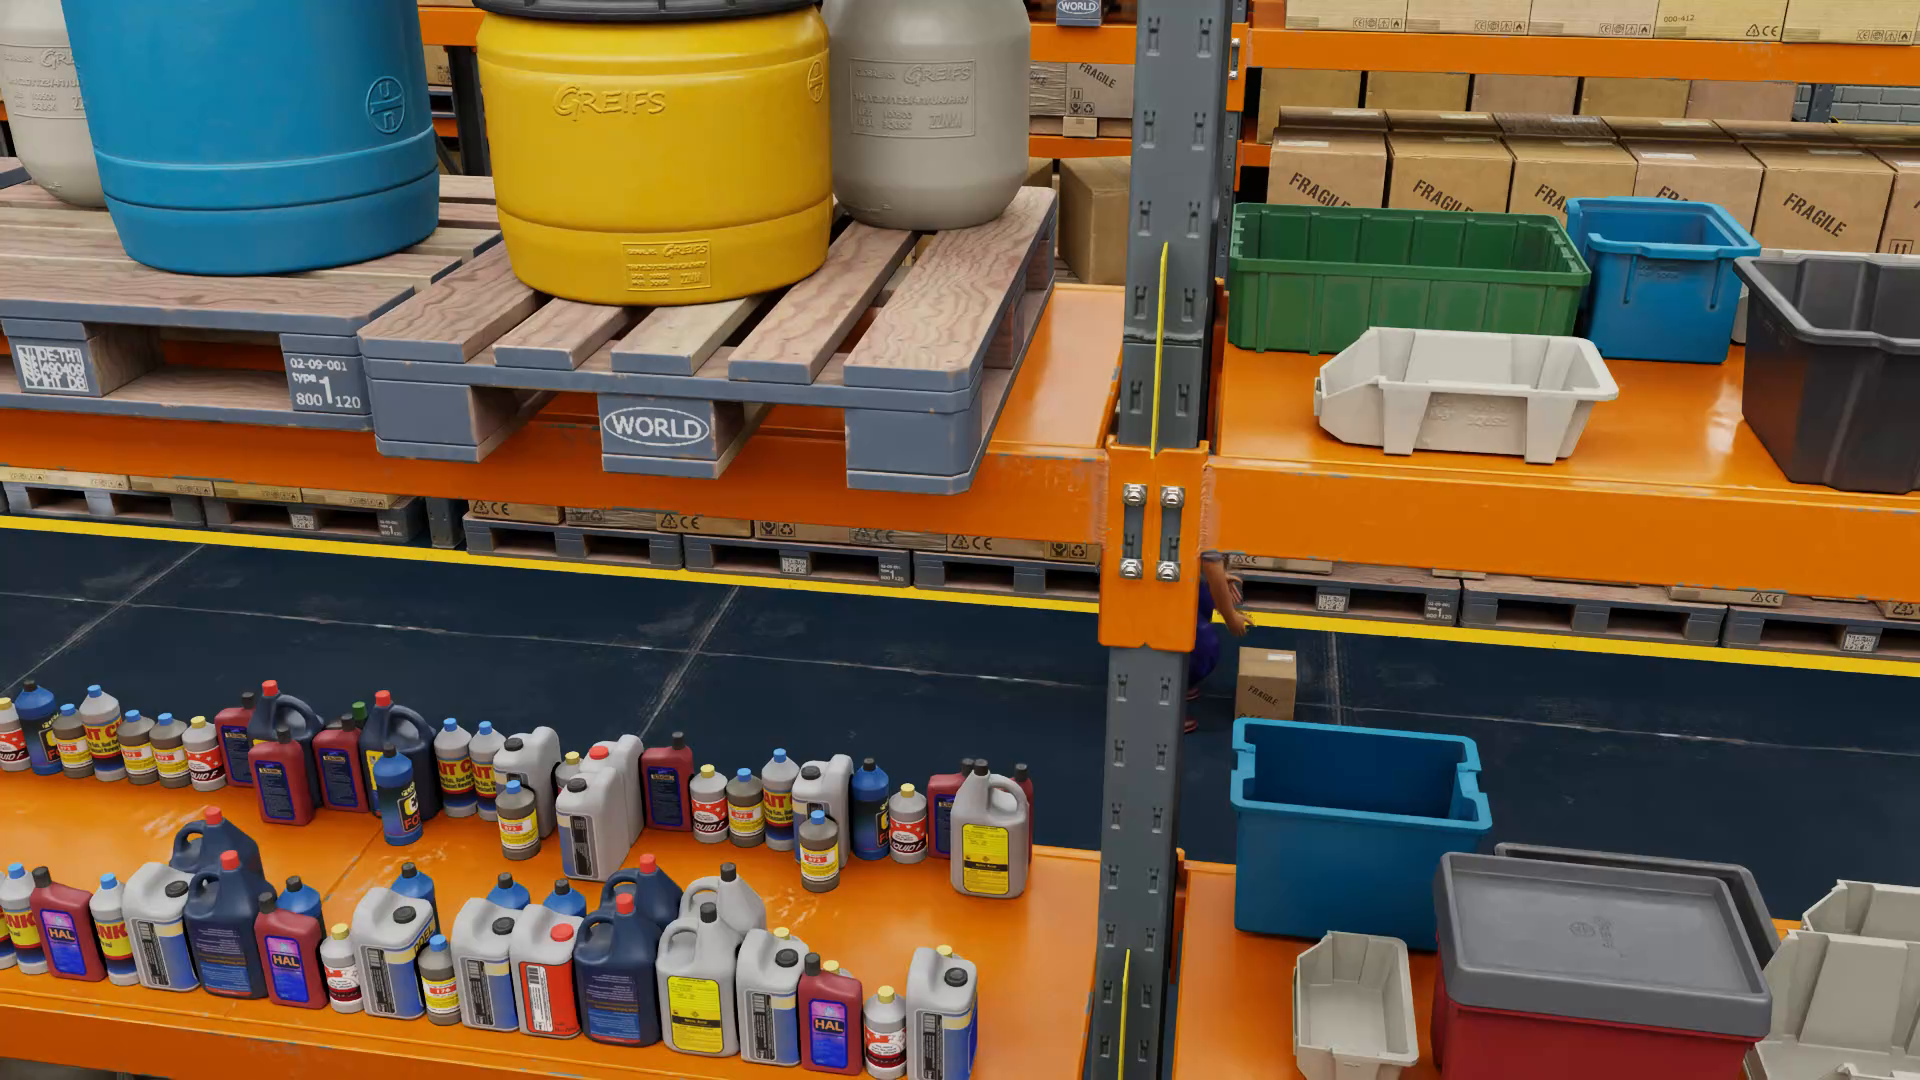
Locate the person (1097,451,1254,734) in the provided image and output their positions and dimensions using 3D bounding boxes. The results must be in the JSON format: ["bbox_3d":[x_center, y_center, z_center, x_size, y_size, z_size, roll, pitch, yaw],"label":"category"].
[{"bbox_3d":[0.942,0.173,7.195,0.704,1.284,0.537,1,25,2],"label":"person"}]
